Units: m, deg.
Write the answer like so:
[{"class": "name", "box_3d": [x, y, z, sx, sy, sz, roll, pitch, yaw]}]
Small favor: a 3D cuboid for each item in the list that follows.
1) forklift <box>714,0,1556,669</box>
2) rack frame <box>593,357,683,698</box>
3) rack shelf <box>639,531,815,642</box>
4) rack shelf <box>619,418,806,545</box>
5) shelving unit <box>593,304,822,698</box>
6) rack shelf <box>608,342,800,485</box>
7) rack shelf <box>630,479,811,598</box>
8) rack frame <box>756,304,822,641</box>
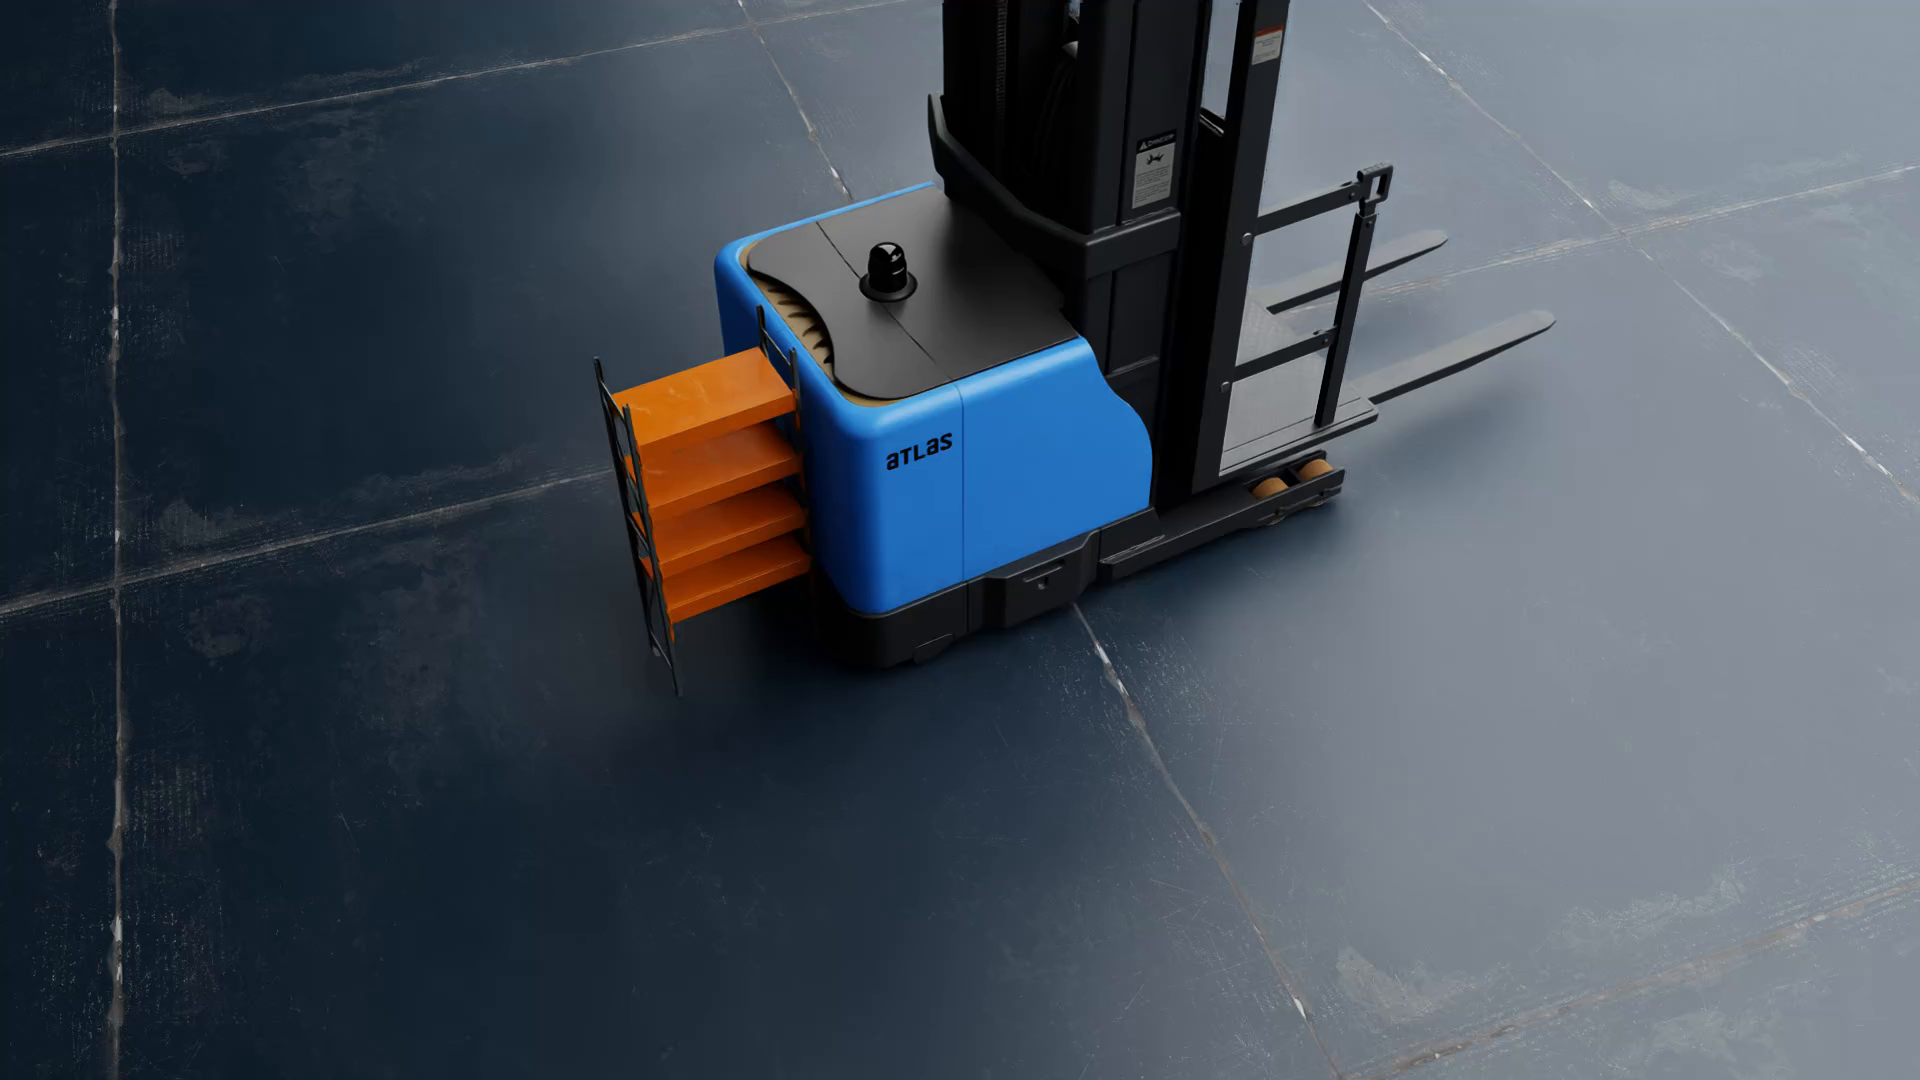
[{"class": "forklift", "box_3d": [0.763, -1.394, 5.070, 3.031, 2.935, 1.130, -21, 49, -20]}, {"class": "rack frame", "box_3d": [-0.941, -0.002, 4.905, 0.015, 1.200, 0.240, -21, 49, -20]}, {"class": "rack shelf", "box_3d": [-0.727, 0.102, 5.177, 0.480, 0.148, 0.258, -21, 49, -20]}, {"class": "rack shelf", "box_3d": [-0.727, -0.196, 4.878, 0.480, 0.148, 0.258, -21, 49, -20]}, {"class": "shelving unit", "box_3d": [-0.727, -0.086, 4.989, 0.503, 1.200, 0.258, -21, 49, -20]}, {"class": "rack shelf", "box_3d": [-0.727, -0.363, 4.710, 0.480, 0.148, 0.258, -21, 49, -20]}, {"class": "rack shelf", "box_3d": [-0.727, -0.039, 5.036, 0.480, 0.148, 0.258, -21, 49, -20]}, {"class": "rack frame", "box_3d": [-0.514, -0.170, 5.072, 0.015, 1.200, 0.240, -21, 49, -20]}]
